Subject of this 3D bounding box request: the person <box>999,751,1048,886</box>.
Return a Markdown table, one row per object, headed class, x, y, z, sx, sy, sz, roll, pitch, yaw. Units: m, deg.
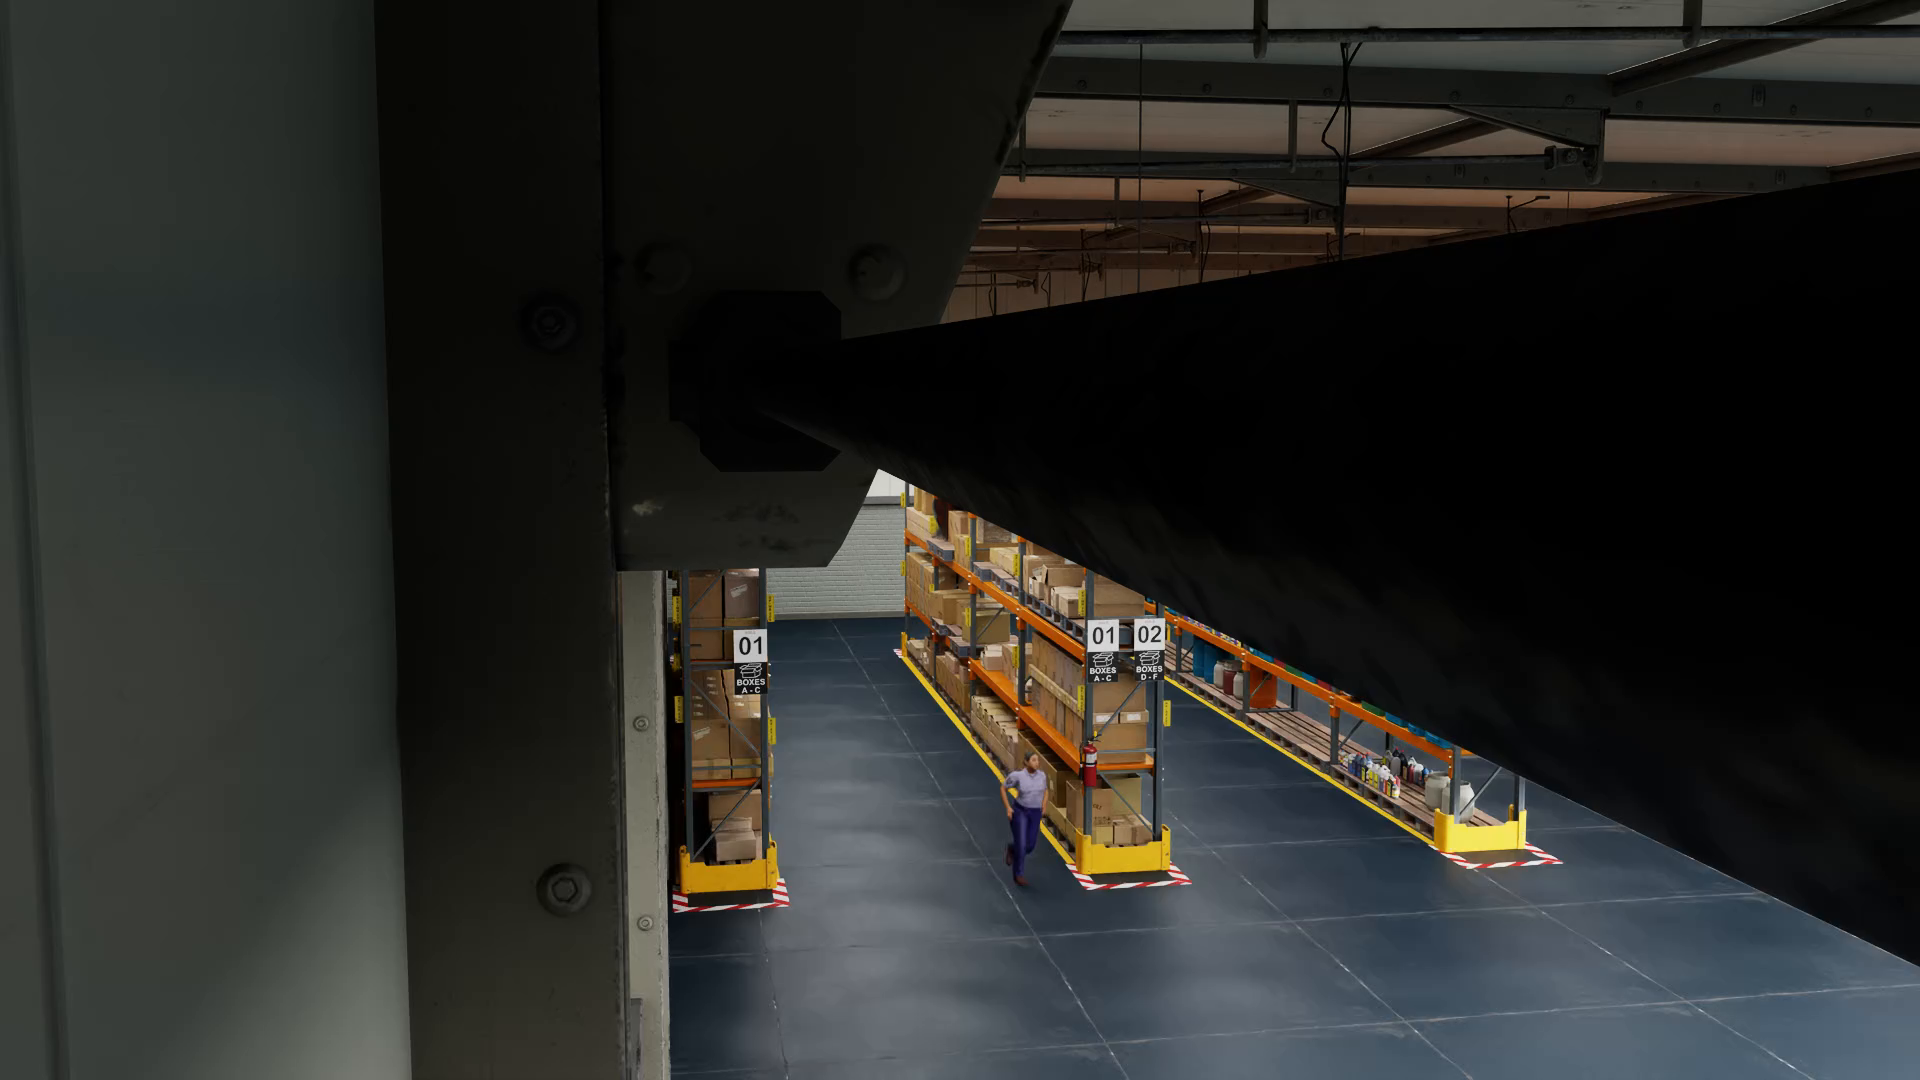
| class | x | y | z | sx | sy | sz | roll | pitch | yaw |
| --- | --- | --- | --- | --- | --- | --- | --- | --- | --- |
| person | 0.820 | 3.409 | 20.610 | 0.649 | 1.590 | 0.717 | -3 | 6 | -23 |
